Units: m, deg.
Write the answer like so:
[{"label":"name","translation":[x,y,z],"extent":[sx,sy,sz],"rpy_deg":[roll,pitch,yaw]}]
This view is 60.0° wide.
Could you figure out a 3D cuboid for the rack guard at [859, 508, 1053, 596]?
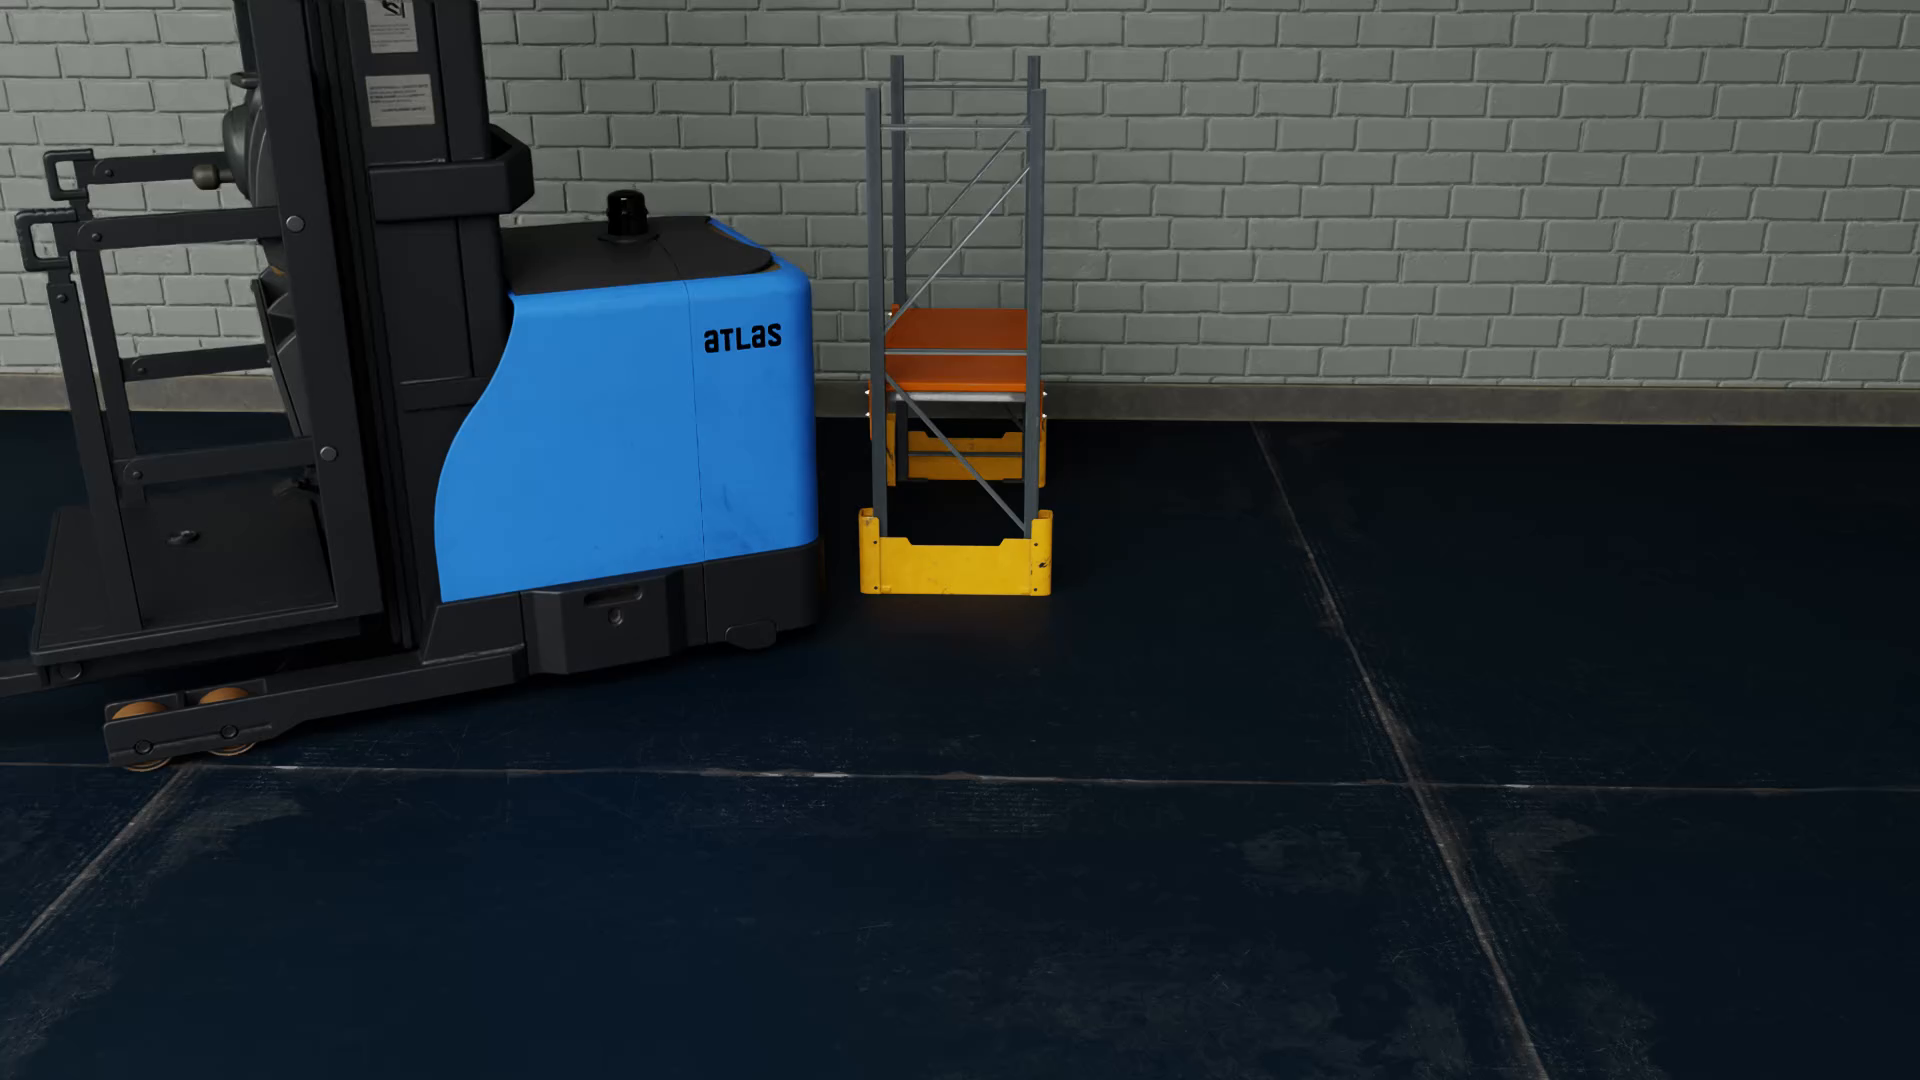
[{"label":"rack guard","translation":[-0.013,0.036,5.091],"extent":[0.587,0.250,0.087],"rpy_deg":[1,21,2]}]

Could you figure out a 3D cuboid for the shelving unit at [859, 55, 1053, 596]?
[{"label":"shelving unit","translation":[0.002,-0.727,5.329],"extent":[0.587,1.500,1.083],"rpy_deg":[1,21,2]}]

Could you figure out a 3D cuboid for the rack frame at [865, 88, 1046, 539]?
[{"label":"rack frame","translation":[-0.013,-0.546,4.863],"extent":[0.500,1.500,0.032],"rpy_deg":[1,21,2]}]

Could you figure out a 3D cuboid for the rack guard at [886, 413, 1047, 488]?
[{"label":"rack guard","translation":[0.017,-0.324,6.019],"extent":[0.587,0.250,0.087],"rpy_deg":[1,21,2]}]

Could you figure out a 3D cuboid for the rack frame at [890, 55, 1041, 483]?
[{"label":"rack frame","translation":[0.018,-0.914,5.811],"extent":[0.500,1.500,0.032],"rpy_deg":[1,21,2]}]

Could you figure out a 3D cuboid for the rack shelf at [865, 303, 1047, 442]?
[{"label":"rack shelf","translation":[0.003,-0.562,5.402],"extent":[0.538,0.185,1.000],"rpy_deg":[1,21,2]}]

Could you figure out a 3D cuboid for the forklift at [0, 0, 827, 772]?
[{"label":"forklift","translation":[-1.946,-1.017,4.098],"extent":[3.031,2.935,1.130],"rpy_deg":[-9,23,-22]}]
